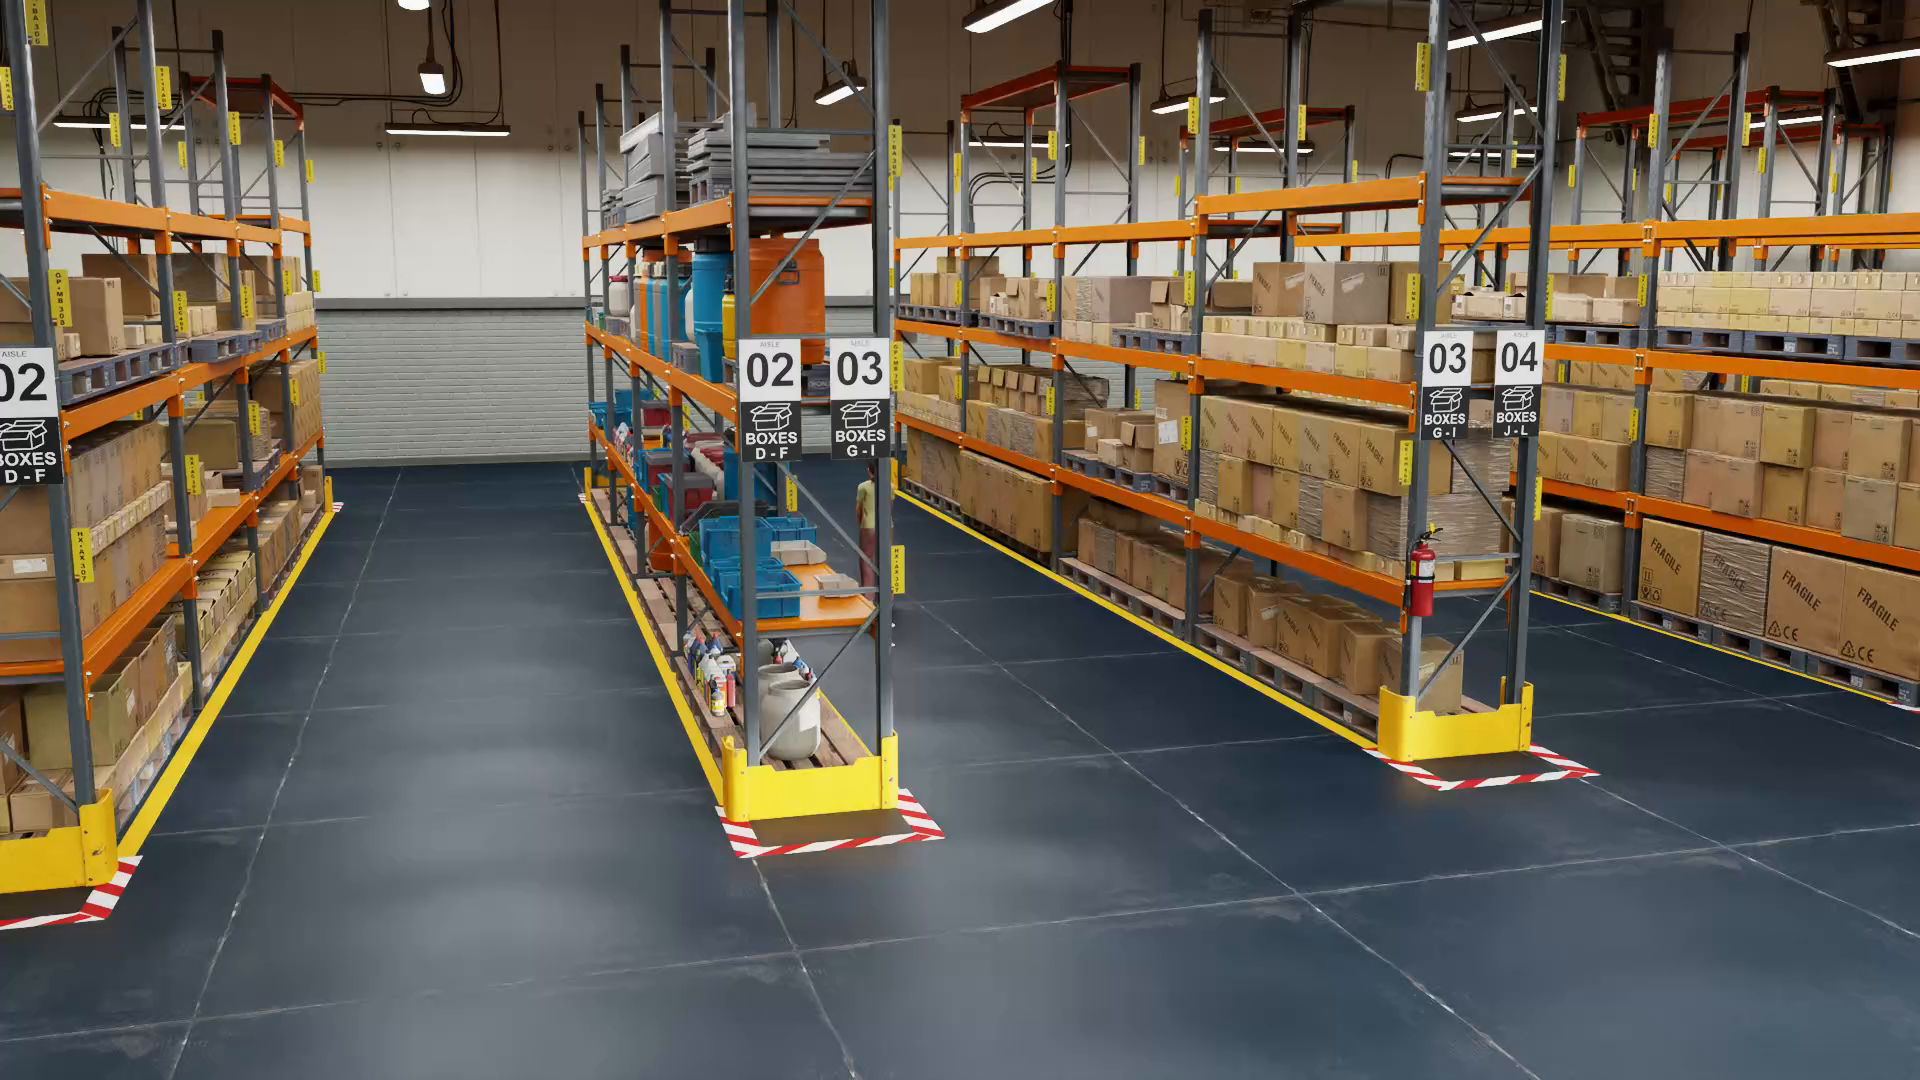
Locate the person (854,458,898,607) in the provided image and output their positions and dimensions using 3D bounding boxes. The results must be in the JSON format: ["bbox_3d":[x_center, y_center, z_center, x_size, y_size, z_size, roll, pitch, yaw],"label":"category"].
[{"bbox_3d":[-0.919,-0.101,18.002,0.502,1.671,0.363,-3,10,-18],"label":"person"}]
